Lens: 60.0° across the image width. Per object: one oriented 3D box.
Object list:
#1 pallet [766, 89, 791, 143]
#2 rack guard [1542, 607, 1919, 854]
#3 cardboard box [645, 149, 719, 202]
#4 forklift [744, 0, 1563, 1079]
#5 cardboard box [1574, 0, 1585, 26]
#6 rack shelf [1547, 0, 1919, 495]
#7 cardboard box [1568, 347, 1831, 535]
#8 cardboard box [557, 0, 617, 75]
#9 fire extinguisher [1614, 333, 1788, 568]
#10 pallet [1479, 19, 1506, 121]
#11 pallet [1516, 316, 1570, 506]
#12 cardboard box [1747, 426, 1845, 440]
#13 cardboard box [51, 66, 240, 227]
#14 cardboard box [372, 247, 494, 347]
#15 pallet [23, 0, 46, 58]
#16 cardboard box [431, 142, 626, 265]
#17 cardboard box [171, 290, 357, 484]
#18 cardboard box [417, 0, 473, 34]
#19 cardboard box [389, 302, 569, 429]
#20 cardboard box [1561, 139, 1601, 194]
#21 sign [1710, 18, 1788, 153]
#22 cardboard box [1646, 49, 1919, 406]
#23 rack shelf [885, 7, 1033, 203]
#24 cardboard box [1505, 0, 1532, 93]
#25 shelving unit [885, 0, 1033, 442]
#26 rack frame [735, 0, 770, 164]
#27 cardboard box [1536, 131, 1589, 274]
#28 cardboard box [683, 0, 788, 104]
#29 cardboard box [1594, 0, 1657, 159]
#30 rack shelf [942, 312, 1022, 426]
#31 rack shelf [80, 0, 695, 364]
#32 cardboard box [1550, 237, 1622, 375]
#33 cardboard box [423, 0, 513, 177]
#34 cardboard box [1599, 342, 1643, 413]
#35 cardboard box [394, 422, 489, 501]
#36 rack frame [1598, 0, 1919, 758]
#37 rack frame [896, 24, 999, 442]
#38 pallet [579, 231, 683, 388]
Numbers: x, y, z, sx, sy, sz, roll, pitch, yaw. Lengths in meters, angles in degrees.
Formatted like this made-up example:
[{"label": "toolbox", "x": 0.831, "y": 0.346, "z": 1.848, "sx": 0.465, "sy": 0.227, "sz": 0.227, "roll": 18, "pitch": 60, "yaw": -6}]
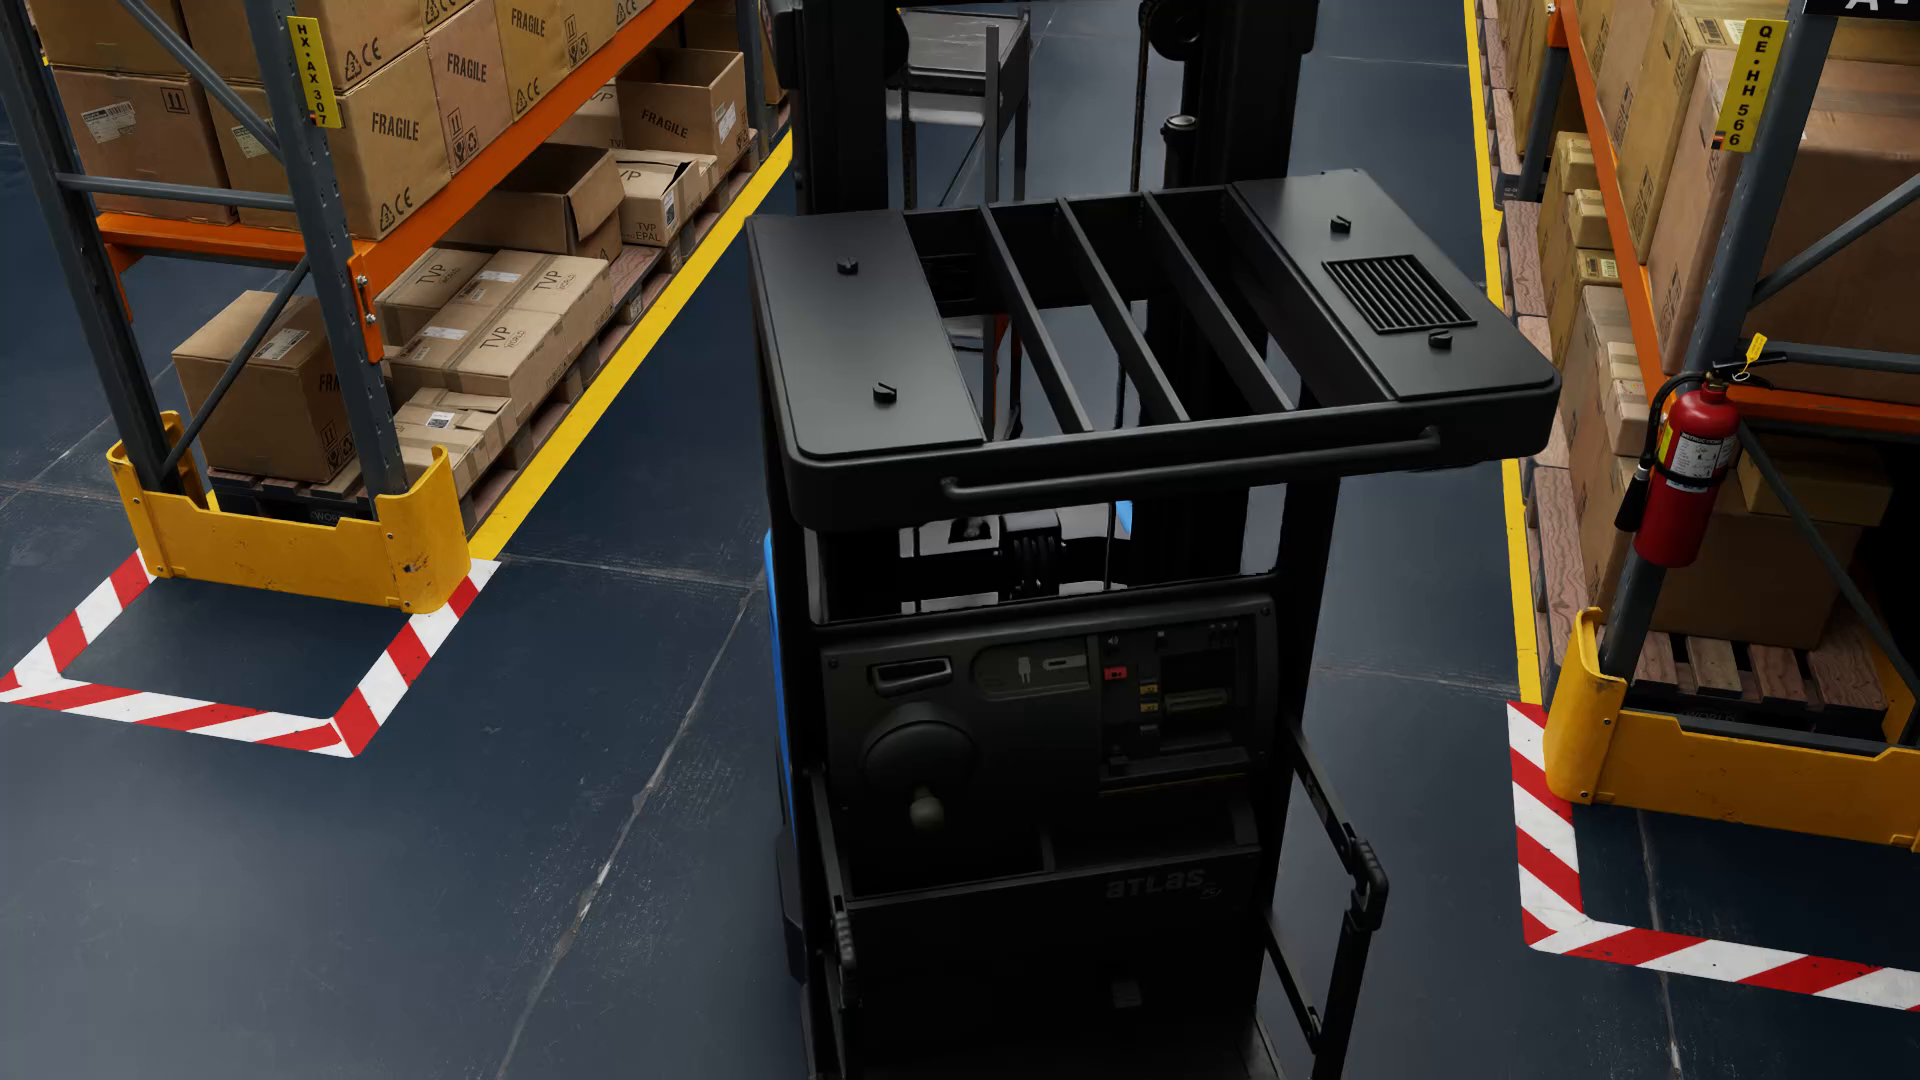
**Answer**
[{"label": "pallet", "x": -1.415, "y": -2.707, "z": 9.805, "sx": 1.003, "sy": 0.211, "sz": 1.213, "roll": 7, "pitch": 37, "yaw": 10}, {"label": "rack guard", "x": 2.429, "y": 0.573, "z": 5.034, "sx": 1.175, "sy": 0.500, "sz": 0.348, "roll": 7, "pitch": 37, "yaw": 10}, {"label": "cardboard box", "x": -1.418, "y": -1.804, "z": 8.238, "sx": 0.380, "sy": 0.149, "sz": 0.250, "roll": 7, "pitch": 37, "yaw": 10}, {"label": "forklift", "x": 0.232, "y": 0.415, "z": 3.180, "sx": 1.130, "sy": 2.935, "sz": 3.031, "roll": -6, "pitch": 36, "yaw": -9}, {"label": "cardboard box", "x": 3.157, "y": -2.559, "z": 6.969, "sx": 0.980, "sy": 0.700, "sz": 0.700, "roll": 8, "pitch": 37, "yaw": 11}, {"label": "rack shelf", "x": 2.861, "y": -1.308, "z": 6.112, "sx": 1.077, "sy": 0.370, "sz": 4.000, "roll": 7, "pitch": 37, "yaw": 10}, {"label": "cardboard box", "x": 2.593, "y": -0.312, "z": 5.896, "sx": 0.700, "sy": 0.500, "sz": 0.500, "roll": 7, "pitch": 37, "yaw": 10}, {"label": "cardboard box", "x": -1.730, "y": -2.204, "z": 6.650, "sx": 0.500, "sy": 0.500, "sz": 0.500, "roll": 8, "pitch": 37, "yaw": 11}, {"label": "fire extinguisher", "x": 1.951, "y": -0.242, "z": 4.412, "sx": 0.296, "sy": 0.674, "sz": 0.183, "roll": 7, "pitch": 37, "yaw": 10}, {"label": "pallet", "x": 3.638, "y": -2.771, "z": 9.893, "sx": 1.003, "sy": 0.211, "sz": 1.213, "roll": 7, "pitch": 37, "yaw": 10}, {"label": "pallet", "x": 2.791, "y": -0.489, "z": 6.746, "sx": 1.003, "sy": 0.211, "sz": 1.213, "roll": 7, "pitch": 37, "yaw": 10}, {"label": "cardboard box", "x": 2.762, "y": -0.481, "z": 5.577, "sx": 0.380, "sy": 0.149, "sz": 0.250, "roll": 7, "pitch": 37, "yaw": 10}, {"label": "cardboard box", "x": -2.576, "y": -1.403, "z": 5.545, "sx": 0.500, "sy": 0.500, "sz": 0.500, "roll": 8, "pitch": 37, "yaw": 11}, {"label": "cardboard box", "x": -2.298, "y": -1.020, "z": 7.070, "sx": 0.500, "sy": 0.250, "sz": 0.500, "roll": 7, "pitch": 37, "yaw": 10}, {"label": "pallet", "x": -6.184, "y": -3.296, "z": 10.618, "sx": 1.003, "sy": 0.211, "sz": 1.213, "roll": 7, "pitch": 37, "yaw": 10}, {"label": "cardboard box", "x": -1.948, "y": -1.455, "z": 7.453, "sx": 0.797, "sy": 0.503, "sz": 0.637, "roll": 7, "pitch": 37, "yaw": 10}, {"label": "cardboard box", "x": -2.530, "y": -0.580, "z": 6.250, "sx": 0.500, "sy": 0.500, "sz": 0.500, "roll": 7, "pitch": 37, "yaw": 10}, {"label": "cardboard box", "x": -1.949, "y": -2.039, "z": 5.570, "sx": 0.500, "sy": 0.500, "sz": 0.500, "roll": 8, "pitch": 37, "yaw": 10}, {"label": "cardboard box", "x": -1.906, "y": -0.699, "z": 6.627, "sx": 0.500, "sy": 0.250, "sz": 0.500, "roll": 7, "pitch": 37, "yaw": 10}, {"label": "cardboard box", "x": 2.777, "y": -1.577, "z": 7.090, "sx": 0.380, "sy": 0.149, "sz": 0.250, "roll": 8, "pitch": 37, "yaw": 12}, {"label": "sign", "x": 1.907, "y": -1.094, "z": 4.015, "sx": 0.100, "sy": 0.325, "sz": 0.005, "roll": 7, "pitch": 37, "yaw": 10}, {"label": "cardboard box", "x": 2.533, "y": -0.868, "z": 4.636, "sx": 0.980, "sy": 0.700, "sz": 0.700, "roll": 9, "pitch": 37, "yaw": 12}, {"label": "rack shelf", "x": -0.035, "y": -1.311, "z": 5.100, "sx": 0.431, "sy": 0.518, "sz": 0.480, "roll": 7, "pitch": 37, "yaw": 10}, {"label": "cardboard box", "x": 3.487, "y": -2.945, "z": 9.231, "sx": 0.750, "sy": 0.750, "sz": 0.750, "roll": 8, "pitch": 37, "yaw": 11}, {"label": "shelving unit", "x": -0.035, "y": -0.755, "z": 5.503, "sx": 0.431, "sy": 2.100, "sz": 0.503, "roll": 7, "pitch": 37, "yaw": 10}, {"label": "rack frame", "x": -1.552, "y": -3.365, "z": 8.337, "sx": 1.000, "sy": 3.000, "sz": 0.127, "roll": 7, "pitch": 37, "yaw": 10}, {"label": "cardboard box", "x": 3.029, "y": -1.488, "z": 7.520, "sx": 0.700, "sy": 0.500, "sz": 0.500, "roll": 8, "pitch": 37, "yaw": 11}, {"label": "cardboard box", "x": -1.210, "y": -2.778, "z": 9.282, "sx": 0.500, "sy": 0.500, "sz": 0.500, "roll": 6, "pitch": 36, "yaw": 8}, {"label": "cardboard box", "x": 2.850, "y": -1.723, "z": 5.815, "sx": 0.980, "sy": 0.700, "sz": 0.700, "roll": 6, "pitch": 36, "yaw": 8}, {"label": "rack shelf", "x": -0.035, "y": -0.744, "z": 5.511, "sx": 0.431, "sy": 0.518, "sz": 0.480, "roll": 7, "pitch": 37, "yaw": 10}, {"label": "rack shelf", "x": -1.979, "y": -1.927, "z": 6.966, "sx": 1.077, "sy": 0.370, "sz": 4.000, "roll": 7, "pitch": 37, "yaw": 10}, {"label": "cardboard box", "x": 2.806, "y": -0.907, "z": 6.717, "sx": 0.700, "sy": 0.500, "sz": 0.500, "roll": 8, "pitch": 37, "yaw": 11}, {"label": "cardboard box", "x": -1.949, "y": -1.630, "z": 5.858, "sx": 0.500, "sy": 0.500, "sz": 0.500, "roll": 7, "pitch": 37, "yaw": 10}, {"label": "cardboard box", "x": 2.389, "y": -0.531, "z": 5.645, "sx": 0.380, "sy": 0.149, "sz": 0.250, "roll": 8, "pitch": 37, "yaw": 11}, {"label": "cardboard box", "x": -1.981, "y": -0.293, "z": 6.152, "sx": 0.380, "sy": 0.149, "sz": 0.250, "roll": 7, "pitch": 37, "yaw": 10}, {"label": "rack frame", "x": 2.434, "y": -0.453, "z": 4.319, "sx": 1.000, "sy": 3.000, "sz": 0.127, "roll": 7, "pitch": 37, "yaw": 10}, {"label": "rack frame", "x": -0.087, "y": -0.615, "z": 5.310, "sx": 0.400, "sy": 2.100, "sz": 0.015, "roll": 7, "pitch": 37, "yaw": 10}, {"label": "pallet", "x": -1.958, "y": -1.141, "z": 7.644, "sx": 1.003, "sy": 0.211, "sz": 1.213, "roll": 7, "pitch": 37, "yaw": 10}]
